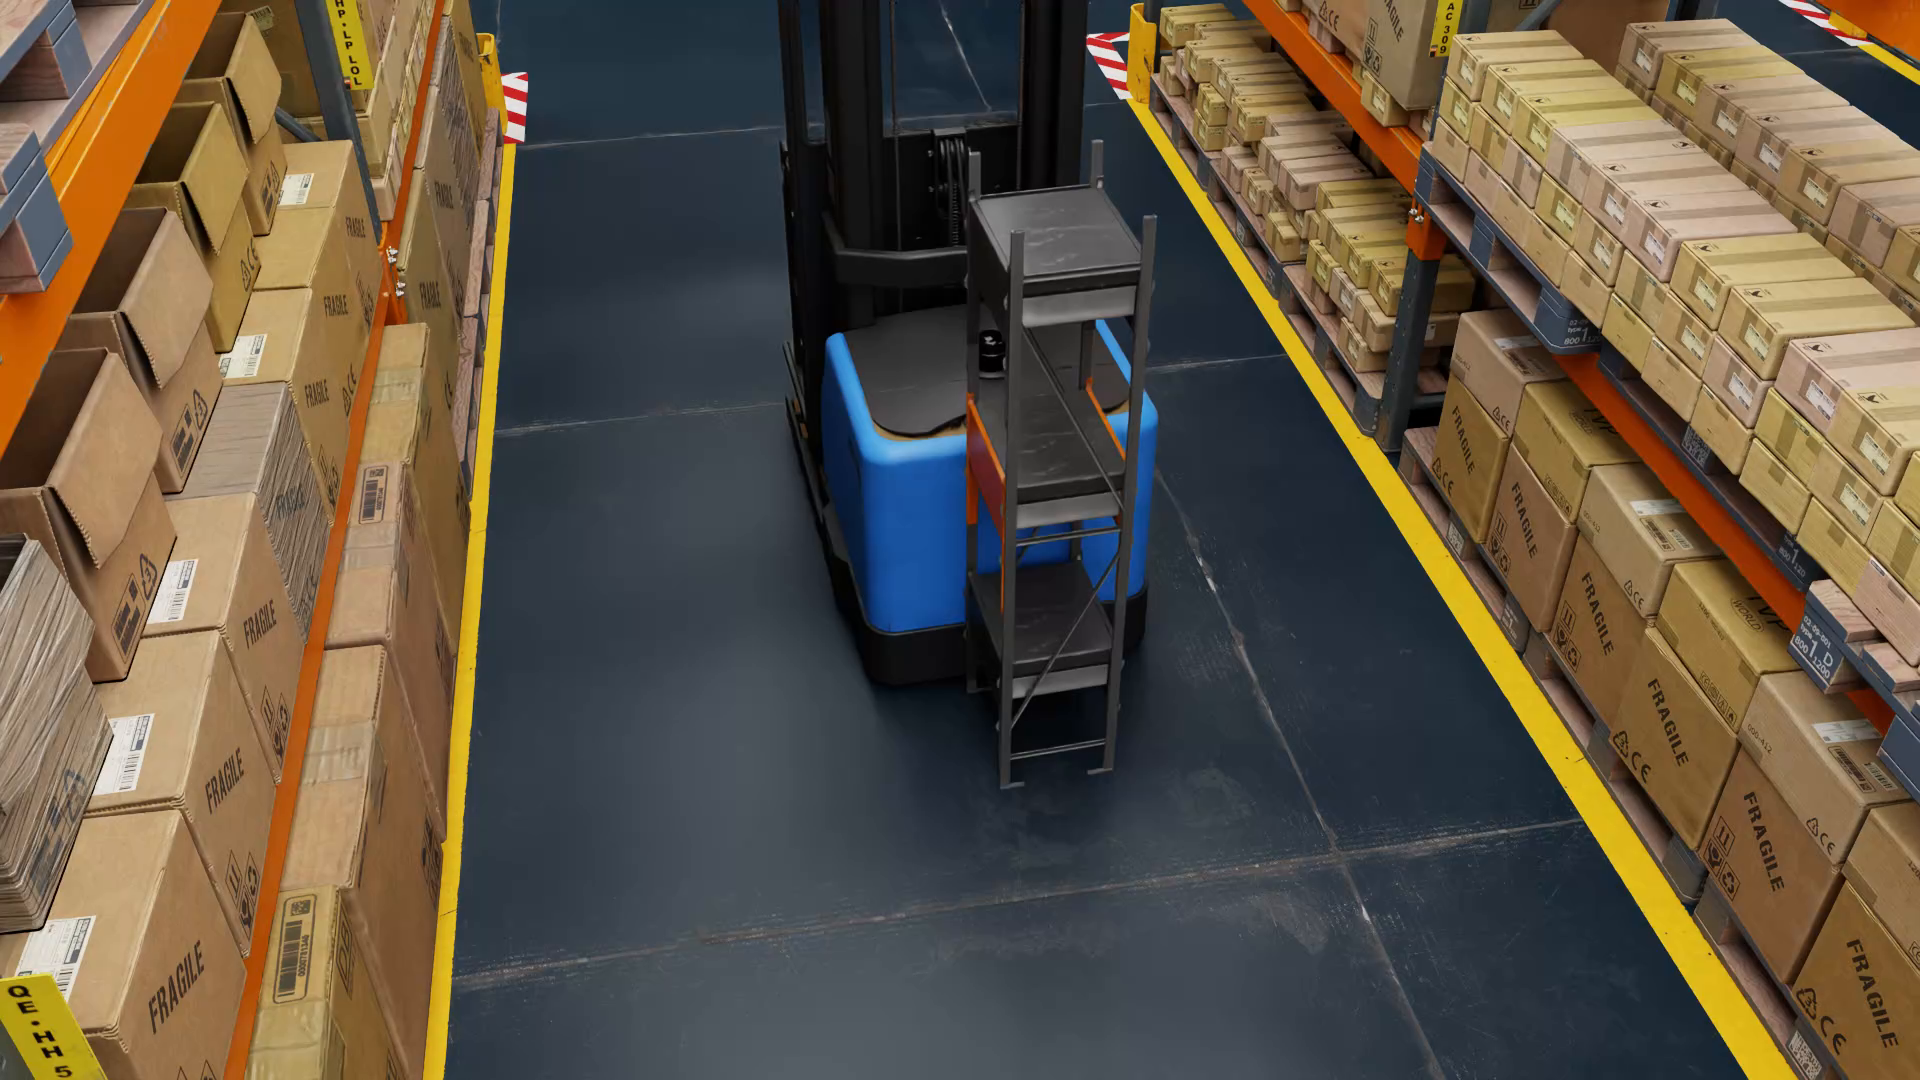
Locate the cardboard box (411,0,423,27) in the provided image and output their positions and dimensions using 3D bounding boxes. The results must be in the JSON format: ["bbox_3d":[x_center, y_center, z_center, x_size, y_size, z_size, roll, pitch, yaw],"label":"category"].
[{"bbox_3d":[-2.660,-2.457,7.348,0.500,0.250,0.500,-6,38,-8],"label":"cardboard box"}]

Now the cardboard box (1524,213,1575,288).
[{"bbox_3d":[2.076,-0.957,5.399,0.380,0.149,0.250,-6,38,-7],"label":"cardboard box"}]

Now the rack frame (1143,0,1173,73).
[{"bbox_3d":[1.622,-4.064,9.536,1.000,3.000,0.127,-6,38,-8],"label":"rack frame"}]

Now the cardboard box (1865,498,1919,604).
[{"bbox_3d":[2.392,0.015,3.906,0.380,0.149,0.250,-5,38,-7],"label":"cardboard box"}]

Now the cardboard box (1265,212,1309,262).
[{"bbox_3d":[1.737,-1.513,8.234,0.380,0.149,0.250,-6,38,-8],"label":"cardboard box"}]

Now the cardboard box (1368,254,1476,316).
[{"bbox_3d":[2.004,-1.110,7.230,0.380,0.149,0.250,-5,38,-7],"label":"cardboard box"}]

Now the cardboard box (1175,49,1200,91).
[{"bbox_3d":[1.453,-2.706,9.527,0.380,0.149,0.250,-6,38,-8],"label":"cardboard box"}]

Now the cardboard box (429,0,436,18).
[{"bbox_3d":[-2.666,-2.539,7.778,0.380,0.149,0.250,-6,38,-8],"label":"cardboard box"}]

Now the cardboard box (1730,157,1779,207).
[{"bbox_3d":[2.727,-1.139,5.391,0.380,0.149,0.250,-7,38,-9],"label":"cardboard box"}]

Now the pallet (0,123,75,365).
[{"bbox_3d":[-2.042,-0.252,2.339,1.213,0.211,1.003,-5,38,-6],"label":"pallet"}]

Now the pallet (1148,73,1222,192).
[{"bbox_3d":[1.742,-2.422,9.696,1.003,0.211,1.213,-6,38,-8],"label":"pallet"}]

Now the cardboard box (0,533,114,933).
[{"bbox_3d":[-1.989,0.362,2.940,0.797,0.503,0.637,-5,38,-6],"label":"cardboard box"}]

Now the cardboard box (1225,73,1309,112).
[{"bbox_3d":[1.628,-2.357,8.835,0.380,0.149,0.250,-5,38,-6],"label":"cardboard box"}]

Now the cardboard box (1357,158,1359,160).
[{"bbox_3d":[2.216,-2.033,8.903,0.380,0.149,0.250,-6,38,-7],"label":"cardboard box"}]

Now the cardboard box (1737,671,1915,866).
[{"bbox_3d":[2.547,0.605,4.611,0.500,0.250,0.500,-6,38,-7],"label":"cardboard box"}]

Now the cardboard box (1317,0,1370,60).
[{"bbox_3d":[1.870,-2.380,7.045,0.500,0.500,0.500,-7,38,-9],"label":"cardboard box"}]

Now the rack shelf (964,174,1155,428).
[{"bbox_3d":[0.274,-0.697,4.817,0.431,0.518,0.480,-8,39,-10],"label":"rack shelf"}]

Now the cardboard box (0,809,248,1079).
[{"bbox_3d":[-1.694,0.878,3.093,0.500,0.500,0.500,-5,38,-7],"label":"cardboard box"}]

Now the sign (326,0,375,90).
[{"bbox_3d":[-2.046,-1.665,5.570,0.100,0.325,0.005,-6,38,-8],"label":"sign"}]

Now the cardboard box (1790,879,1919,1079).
[{"bbox_3d":[2.651,1.220,4.430,0.500,0.500,0.500,-6,38,-8],"label":"cardboard box"}]

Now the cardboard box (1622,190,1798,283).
[{"bbox_3d":[2.167,-0.881,4.817,0.380,0.149,0.250,-5,38,-6],"label":"cardboard box"}]

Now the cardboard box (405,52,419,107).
[{"bbox_3d":[-2.488,-1.921,6.983,0.380,0.149,0.250,-7,38,-9],"label":"cardboard box"}]

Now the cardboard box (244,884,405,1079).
[{"bbox_3d":[-1.977,1.495,3.770,1.225,0.875,0.875,-8,39,-10],"label":"cardboard box"}]

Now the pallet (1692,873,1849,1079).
[{"bbox_3d":[2.889,1.397,4.779,1.003,0.211,1.213,-6,38,-8],"label":"pallet"}]

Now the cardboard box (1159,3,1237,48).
[{"bbox_3d":[1.379,-2.986,9.645,0.380,0.149,0.250,-8,39,-10],"label":"cardboard box"}]

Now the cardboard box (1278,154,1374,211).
[{"bbox_3d":[1.763,-1.728,8.026,0.380,0.149,0.250,-8,39,-10],"label":"cardboard box"}]

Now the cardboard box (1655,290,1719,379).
[{"bbox_3d":[2.215,-0.600,4.697,0.380,0.149,0.250,-7,38,-9],"label":"cardboard box"}]

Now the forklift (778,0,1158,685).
[{"bbox_3d":[-0.145,-1.519,6.368,1.129,2.867,3.031,-8,39,-10],"label":"forklift"}]

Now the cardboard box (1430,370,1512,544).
[{"bbox_3d":[2.191,-0.352,6.453,0.500,0.500,0.500,-5,38,-6],"label":"cardboard box"}]

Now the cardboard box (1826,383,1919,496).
[{"bbox_3d":[2.349,-0.251,4.006,0.380,0.149,0.250,-5,38,-7],"label":"cardboard box"}]

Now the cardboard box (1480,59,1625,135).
[{"bbox_3d":[1.994,-1.494,5.606,0.380,0.149,0.250,-5,38,-7],"label":"cardboard box"}]

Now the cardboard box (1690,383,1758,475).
[{"bbox_3d":[2.265,-0.322,4.582,0.380,0.149,0.250,-5,38,-7],"label":"cardboard box"}]

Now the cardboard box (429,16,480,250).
[{"bbox_3d":[-2.929,-1.990,8.257,0.875,0.875,0.875,-6,38,-8],"label":"cardboard box"}]

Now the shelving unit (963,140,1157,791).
[{"bbox_3d":[0.274,-0.155,5.238,0.431,2.100,0.503,-8,39,-10],"label":"shelving unit"}]

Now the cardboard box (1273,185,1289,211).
[{"bbox_3d":[1.792,-1.761,8.311,0.380,0.149,0.250,-8,39,-10],"label":"cardboard box"}]

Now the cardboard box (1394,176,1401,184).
[{"bbox_3d":[2.351,-1.791,8.107,0.380,0.149,0.250,-5,38,-7],"label":"cardboard box"}]

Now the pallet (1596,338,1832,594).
[{"bbox_3d":[2.637,-0.347,4.908,1.003,0.211,1.213,-6,38,-8],"label":"pallet"}]

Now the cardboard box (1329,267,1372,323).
[{"bbox_3d":[1.895,-1.123,7.490,0.380,0.149,0.250,-8,39,-10],"label":"cardboard box"}]

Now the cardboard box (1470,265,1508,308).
[{"bbox_3d":[2.466,-1.153,7.286,0.380,0.149,0.250,-5,38,-6],"label":"cardboard box"}]

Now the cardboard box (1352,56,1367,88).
[{"bbox_3d":[1.902,-2.008,7.094,0.380,0.149,0.250,-5,38,-6],"label":"cardboard box"}]

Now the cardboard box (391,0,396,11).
[{"bbox_3d":[-2.585,-2.458,6.738,0.500,0.500,0.500,-7,38,-9],"label":"cardboard box"}]

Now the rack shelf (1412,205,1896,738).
[{"bbox_3d":[2.673,-0.156,5.092,1.077,0.370,4.000,-6,38,-8],"label":"rack shelf"}]

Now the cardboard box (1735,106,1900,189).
[{"bbox_3d":[2.723,-1.251,5.293,0.380,0.149,0.250,-6,38,-8],"label":"cardboard box"}]

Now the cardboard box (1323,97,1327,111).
[{"bbox_3d":[2.191,-2.308,9.015,0.380,0.149,0.250,-6,38,-7],"label":"cardboard box"}]

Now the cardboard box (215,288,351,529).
[{"bbox_3d":[-2.049,-0.347,4.670,0.500,0.500,0.500,-7,38,-8],"label":"cardboard box"}]

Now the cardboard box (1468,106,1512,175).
[{"bbox_3d":[1.986,-1.388,5.712,0.380,0.149,0.250,-7,38,-9],"label":"cardboard box"}]

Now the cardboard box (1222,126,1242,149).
[{"bbox_3d":[1.650,-2.144,9.047,0.380,0.149,0.250,-6,38,-8],"label":"cardboard box"}]
